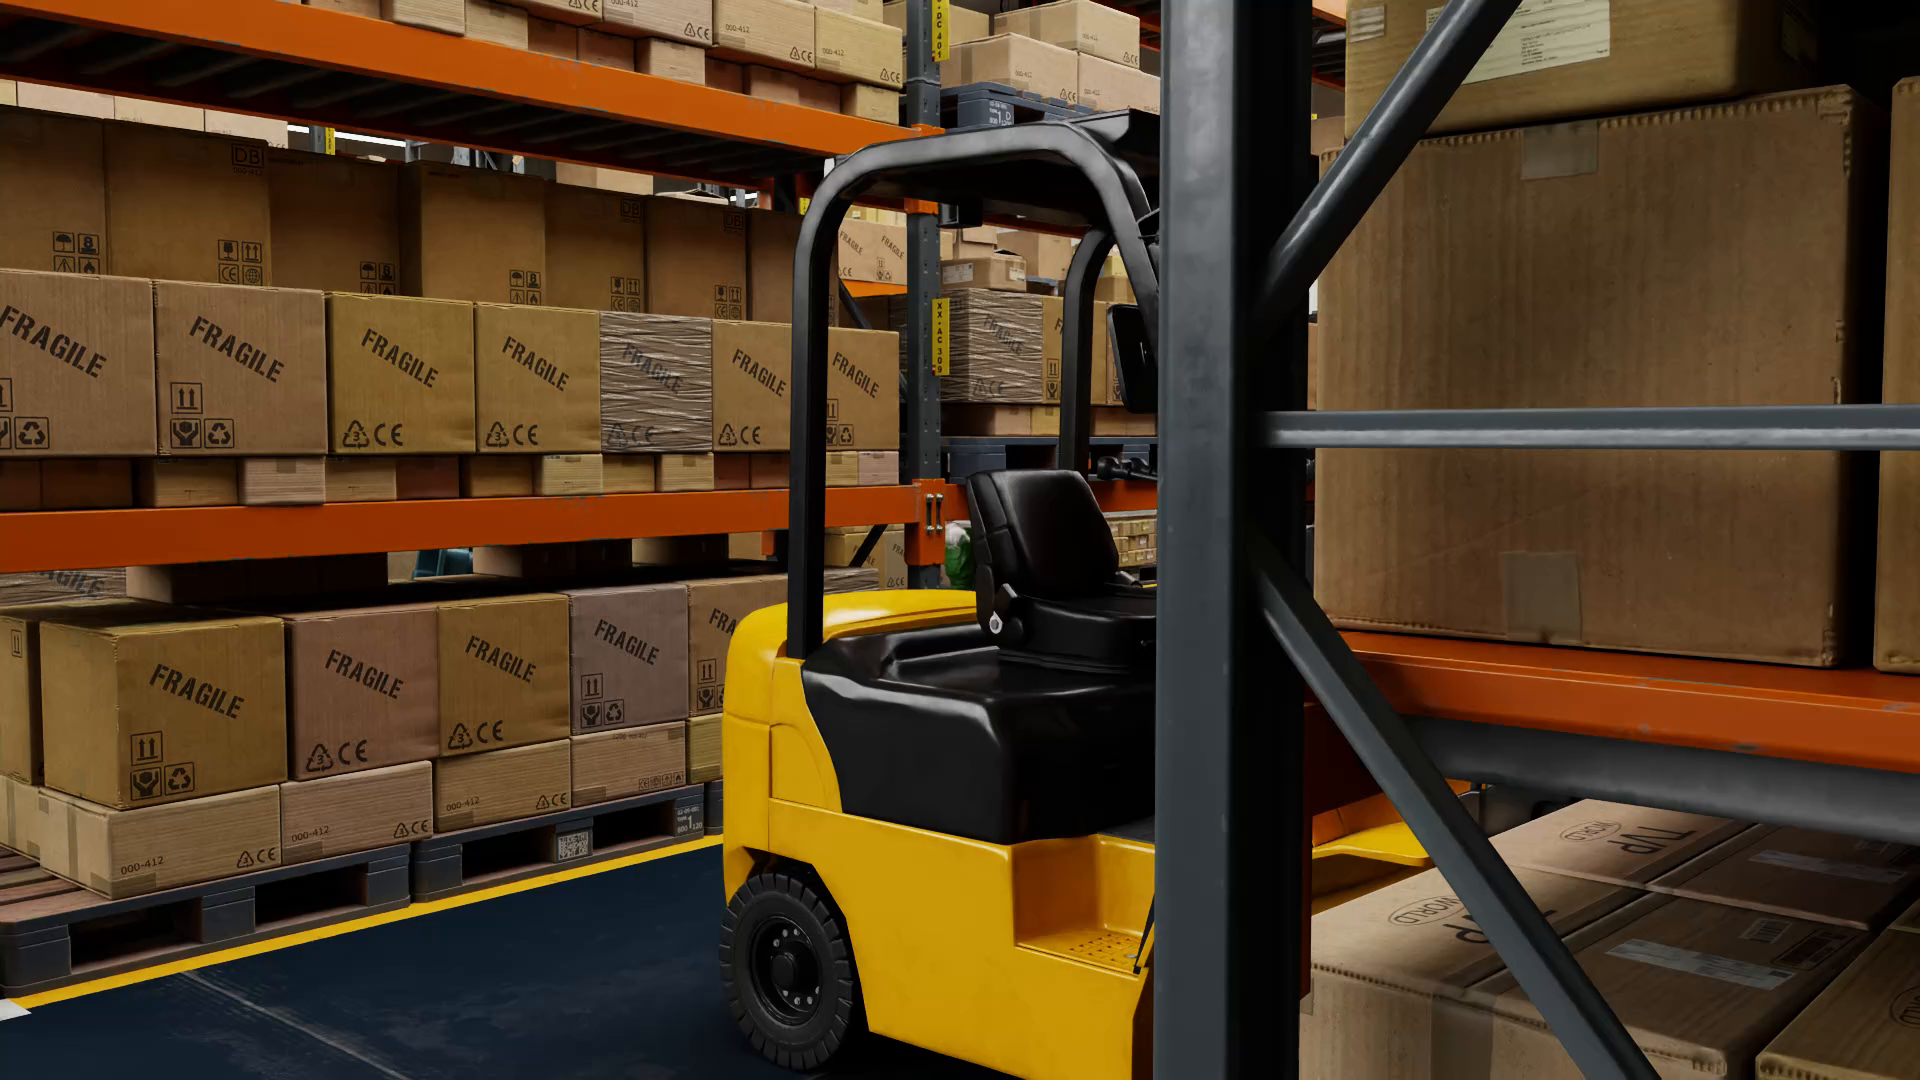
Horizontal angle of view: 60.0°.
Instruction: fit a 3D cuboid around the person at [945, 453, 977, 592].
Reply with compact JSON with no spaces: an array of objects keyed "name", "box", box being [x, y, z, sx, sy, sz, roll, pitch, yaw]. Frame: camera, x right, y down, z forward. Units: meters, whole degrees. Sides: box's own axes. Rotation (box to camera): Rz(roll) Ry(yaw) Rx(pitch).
[{"name":"person","box":[0.088,-0.062,11.168,0.388,1.768,0.533,3,5,42]}]
